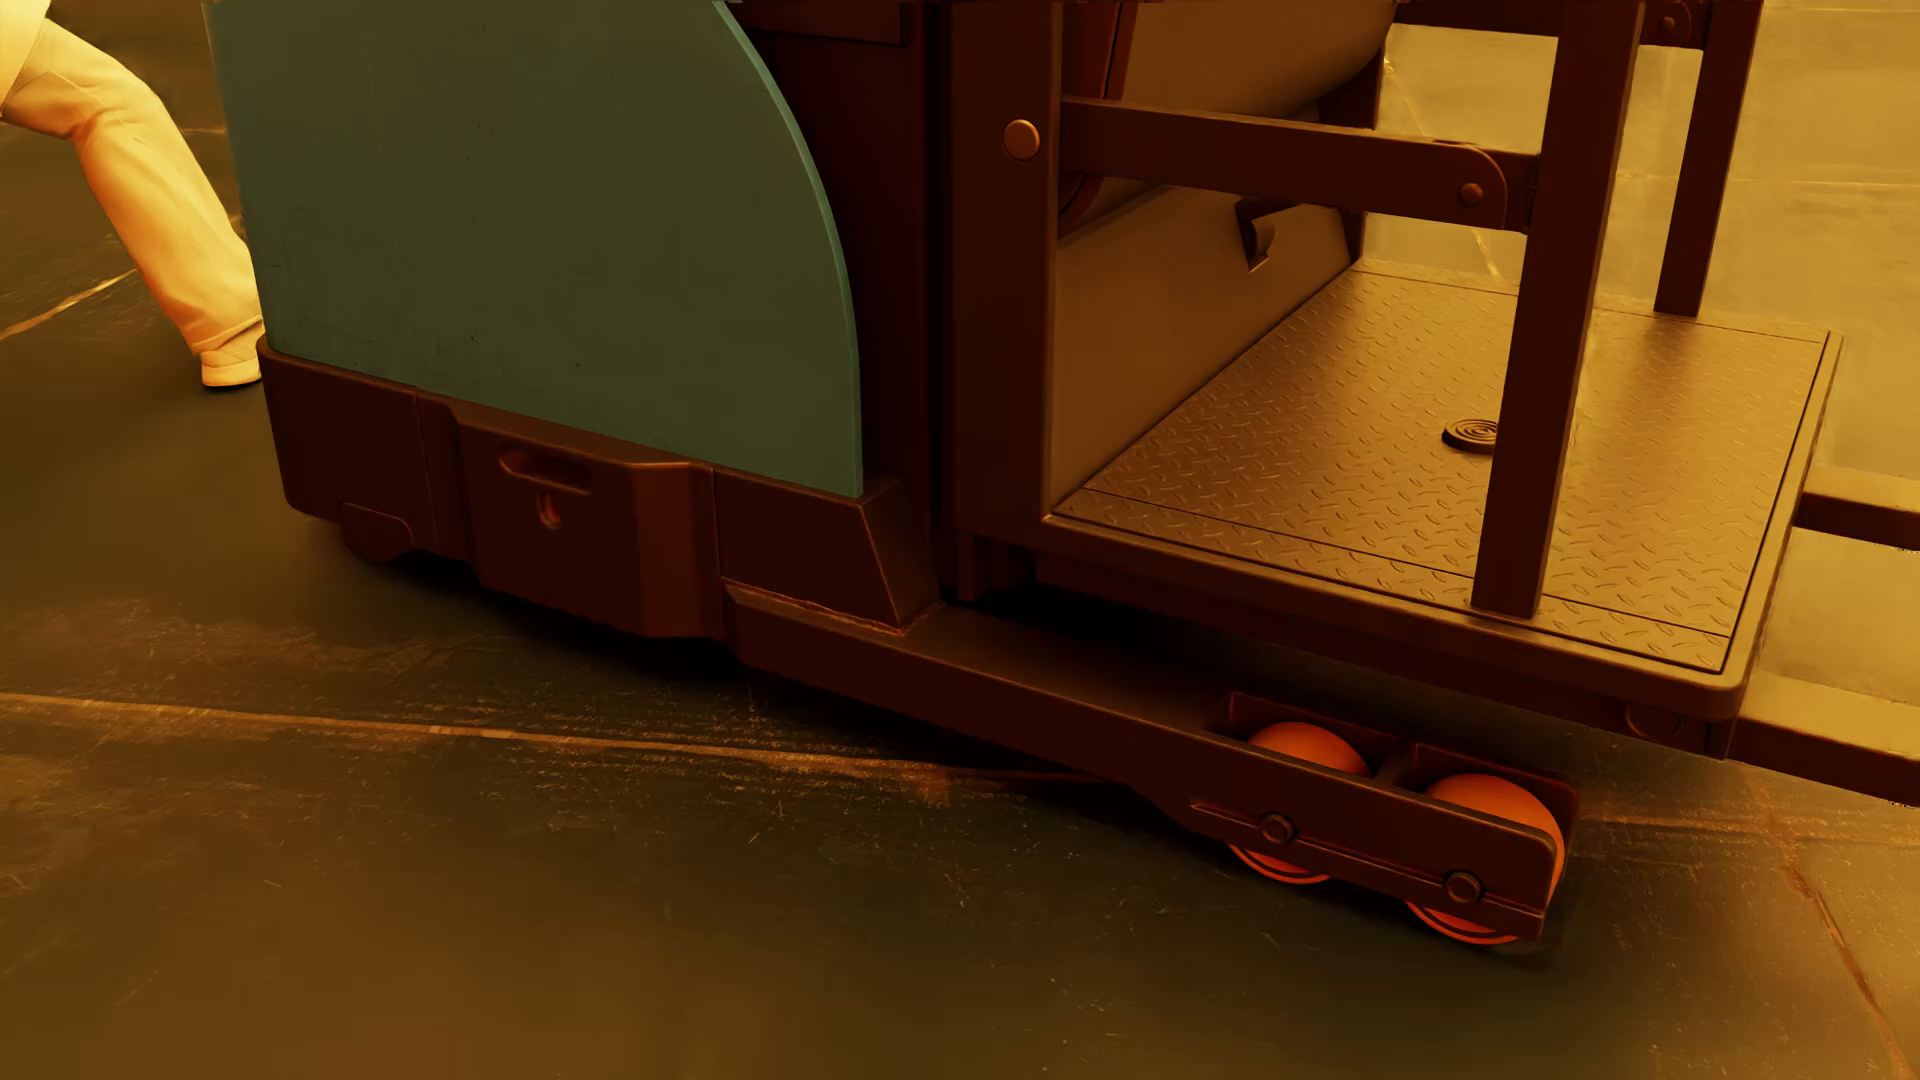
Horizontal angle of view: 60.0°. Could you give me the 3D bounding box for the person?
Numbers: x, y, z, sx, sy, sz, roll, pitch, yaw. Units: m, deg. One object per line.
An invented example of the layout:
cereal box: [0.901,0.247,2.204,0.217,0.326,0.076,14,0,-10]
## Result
person: [-1.907,-1.073,2.924,1.272,1.537,0.730,11,29,22]

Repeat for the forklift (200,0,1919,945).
forklift: [0.529,-1.176,1.574,3.031,2.935,1.130,14,30,26]
